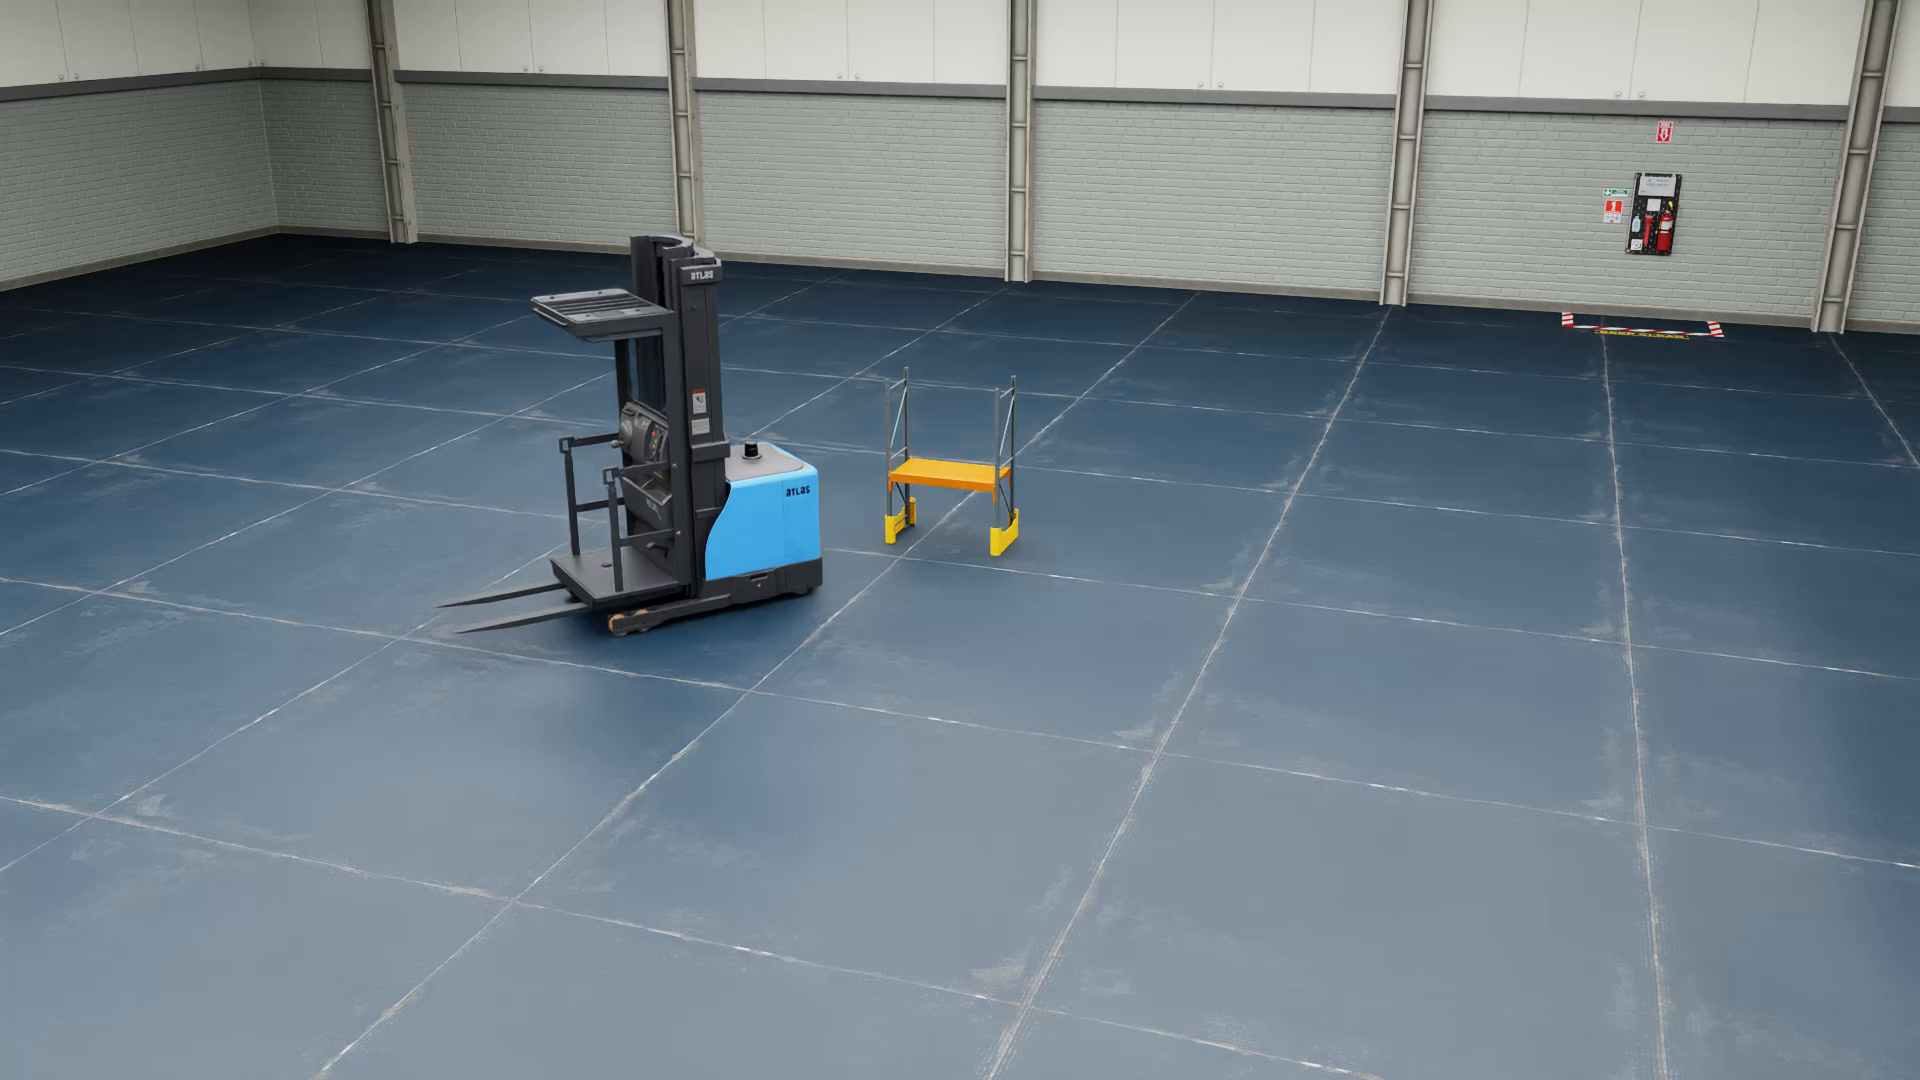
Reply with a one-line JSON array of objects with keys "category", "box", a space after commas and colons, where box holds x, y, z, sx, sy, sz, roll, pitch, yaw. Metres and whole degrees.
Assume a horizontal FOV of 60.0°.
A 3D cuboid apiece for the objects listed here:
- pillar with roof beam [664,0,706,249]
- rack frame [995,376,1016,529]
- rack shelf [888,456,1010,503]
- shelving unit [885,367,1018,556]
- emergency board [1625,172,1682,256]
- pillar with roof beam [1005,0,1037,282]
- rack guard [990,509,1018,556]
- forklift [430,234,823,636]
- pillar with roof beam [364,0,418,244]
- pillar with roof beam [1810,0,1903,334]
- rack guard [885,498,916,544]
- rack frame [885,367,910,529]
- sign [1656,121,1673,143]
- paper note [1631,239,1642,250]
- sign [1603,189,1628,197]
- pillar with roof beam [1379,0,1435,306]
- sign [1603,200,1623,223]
[{"category": "pillar with roof beam", "box": [-6.112, -7.829, 23.863, 0.400, 9.000, 9.100, 7, 20, 18]}, {"category": "rack frame", "box": [0.400, -0.663, 14.698, 0.032, 1.500, 0.500, 7, 20, 18]}, {"category": "rack shelf", "box": [-0.081, -0.548, 14.915, 1.000, 0.185, 0.538, 7, 20, 18]}, {"category": "shelving unit", "box": [-0.072, -0.716, 14.853, 1.083, 1.500, 0.587, 7, 20, 18]}, {"category": "emergency board", "box": [9.983, -4.669, 23.913, 0.643, 1.169, 0.194, 7, 20, 18]}, {"category": "pillar with roof beam", "box": [-0.444, -7.180, 22.004, 0.400, 9.000, 9.100, 7, 20, 18]}, {"category": "rack guard", "box": [0.398, -0.072, 14.904, 0.087, 0.250, 0.587, 7, 20, 18]}, {"category": "forklift", "box": [-2.667, -0.834, 13.016, 3.031, 2.935, 1.130, -11, 22, -30]}, {"category": "pillar with roof beam", "box": [-11.779, -8.477, 25.723, 0.400, 9.000, 9.100, 7, 20, 18]}, {"category": "pillar with roof beam", "box": [10.892, -5.884, 18.286, 0.400, 9.000, 9.100, 7, 20, 18]}, {"category": "rack guard", "box": [-0.542, -0.180, 15.213, 0.087, 0.250, 0.587, 7, 20, 18]}, {"category": "rack frame", "box": [-0.561, -0.772, 15.013, 0.032, 1.500, 0.500, 7, 20, 18]}, {"category": "sign", "box": [10.008, -5.795, 23.623, 0.199, 0.298, 0.001, 7, 20, 18]}, {"category": "paper note", "box": [9.838, -4.293, 24.174, 0.142, 0.148, 0.016, 7, 20, 18]}, {"category": "sign", "box": [9.495, -5.024, 24.074, 0.331, 0.109, 0.001, 7, 20, 18]}, {"category": "pillar with roof beam", "box": [5.224, -6.532, 20.145, 0.400, 9.000, 9.100, 7, 20, 18]}, {"category": "sign", "box": [9.494, -4.777, 24.170, 0.234, 0.329, 0.001, 7, 20, 18]}]
